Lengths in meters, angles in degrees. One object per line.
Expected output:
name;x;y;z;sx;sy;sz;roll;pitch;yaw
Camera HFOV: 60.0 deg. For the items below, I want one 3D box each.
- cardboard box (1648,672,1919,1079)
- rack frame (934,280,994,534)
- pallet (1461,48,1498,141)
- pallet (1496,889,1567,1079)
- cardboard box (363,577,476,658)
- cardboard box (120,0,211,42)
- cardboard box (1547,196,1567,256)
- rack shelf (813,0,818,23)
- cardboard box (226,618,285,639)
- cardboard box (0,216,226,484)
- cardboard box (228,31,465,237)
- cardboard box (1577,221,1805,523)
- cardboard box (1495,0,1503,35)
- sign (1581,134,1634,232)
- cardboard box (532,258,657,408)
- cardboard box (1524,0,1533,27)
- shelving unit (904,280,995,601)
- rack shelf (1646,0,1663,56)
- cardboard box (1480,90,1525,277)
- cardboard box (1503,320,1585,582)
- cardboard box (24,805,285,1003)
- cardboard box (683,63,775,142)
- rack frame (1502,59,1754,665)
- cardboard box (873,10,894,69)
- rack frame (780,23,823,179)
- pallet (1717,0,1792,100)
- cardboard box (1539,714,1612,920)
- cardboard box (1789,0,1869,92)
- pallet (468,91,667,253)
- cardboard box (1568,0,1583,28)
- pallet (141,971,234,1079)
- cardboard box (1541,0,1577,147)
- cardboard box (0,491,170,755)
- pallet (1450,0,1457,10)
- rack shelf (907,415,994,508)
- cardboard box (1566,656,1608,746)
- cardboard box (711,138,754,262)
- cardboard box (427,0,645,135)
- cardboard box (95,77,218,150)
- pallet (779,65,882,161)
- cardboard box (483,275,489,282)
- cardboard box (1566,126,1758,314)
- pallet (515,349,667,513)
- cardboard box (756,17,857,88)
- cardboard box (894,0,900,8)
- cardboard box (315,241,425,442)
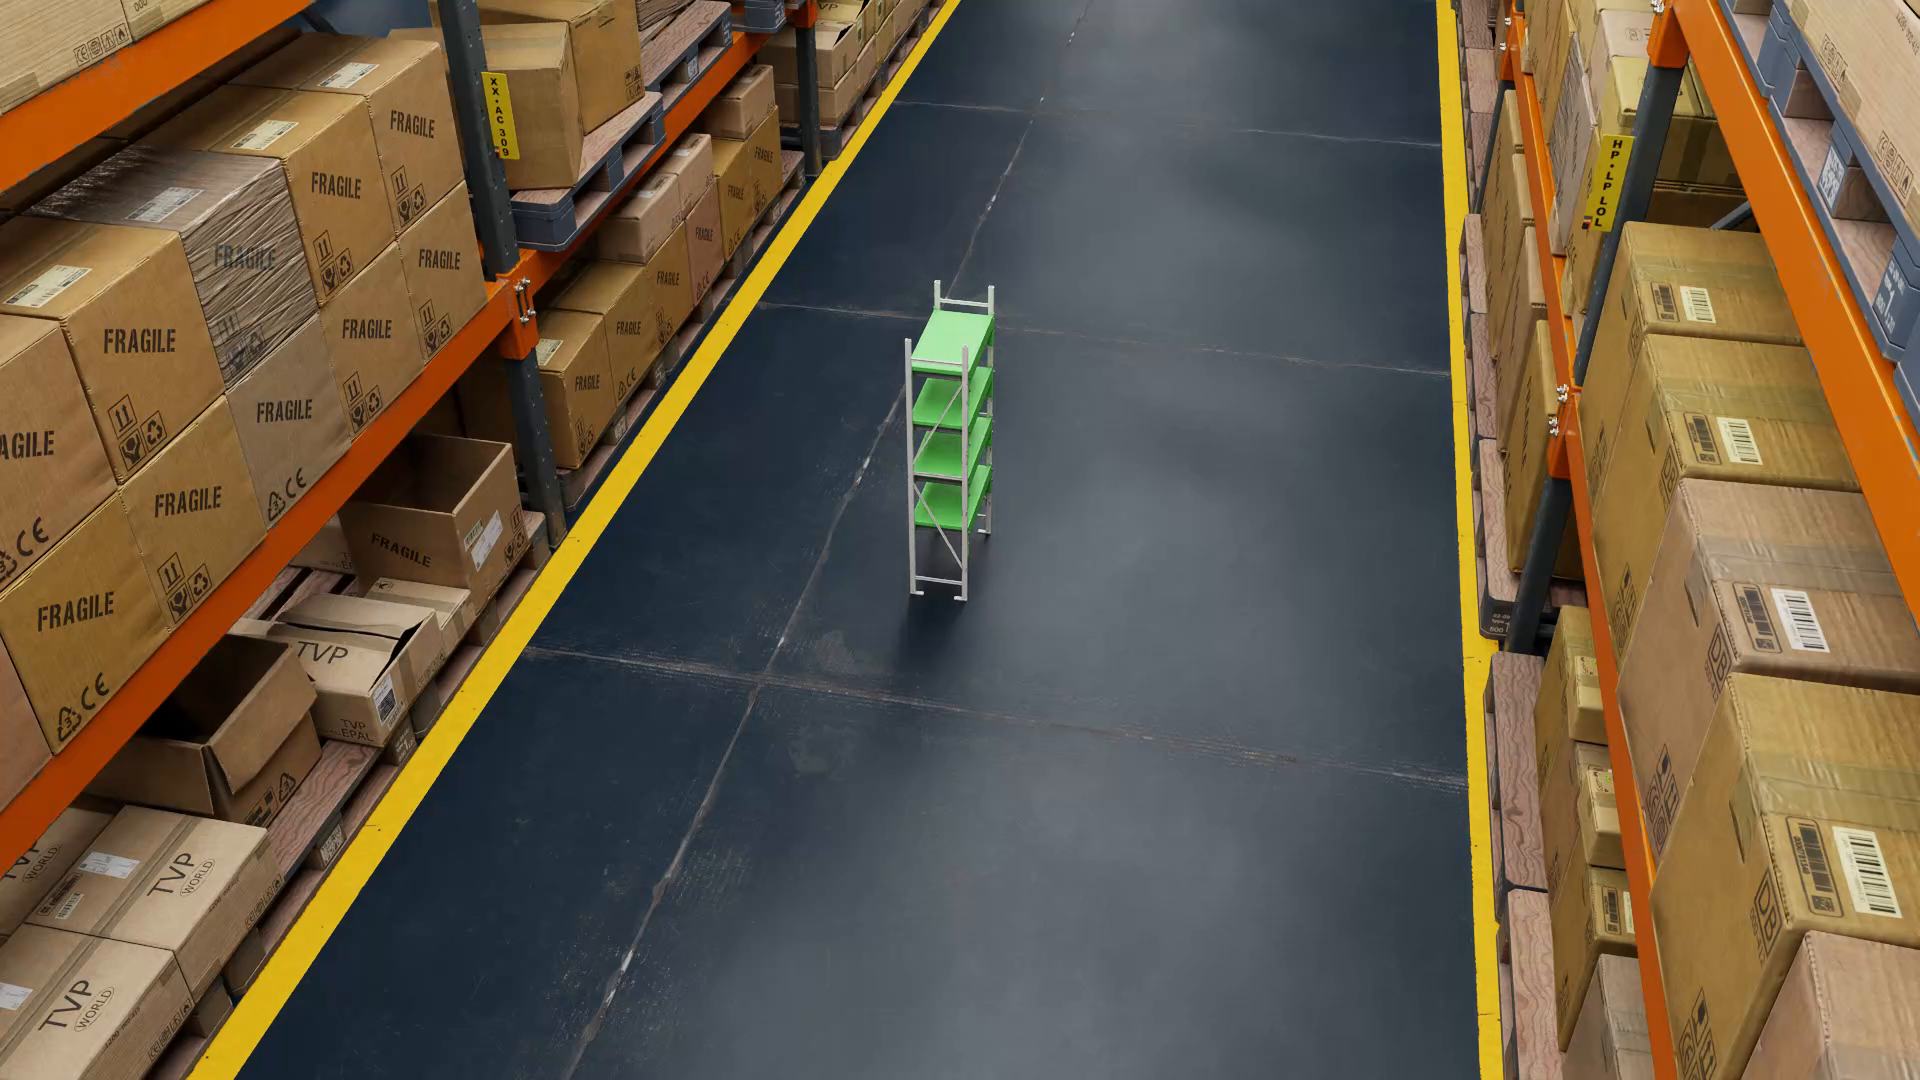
cardboard box;2.010;0.812;3.318;0.980;0.700;0.700;7;37;10
rack frame;0.017;-0.531;6.960;0.240;1.200;0.015;7;37;10
pallet;3.907;-2.957;11.150;1.003;0.211;1.213;7;37;10
pallet;2.124;1.609;4.850;1.003;0.211;1.213;7;37;10
cardboard box;-2.085;0.294;6.342;0.380;0.149;0.250;7;37;10
cardboard box;-2.279;-1.535;4.384;0.500;0.250;0.500;7;37;10
cardboard box;2.546;-1.233;6.592;0.380;0.149;0.250;7;37;10
rack shelf;-0.938;-4.415;11.399;1.077;0.370;4.000;7;37;10
cardboard box;-2.695;0.413;6.163;0.380;0.166;0.250;7;37;10
cardboard box;-2.398;-0.518;4.472;0.500;0.500;0.500;7;37;10
cardboard box;-2.074;-1.389;5.674;0.500;0.500;0.500;7;37;10
cardboard box;2.489;-0.460;5.073;0.980;0.700;0.700;8;37;11
cardboard box;4.128;-3.674;11.518;0.700;0.500;0.500;7;36;9
sign;2.089;-1.147;5.357;0.100;0.325;0.005;7;37;10
cardboard box;-1.775;-0.986;7.810;0.500;0.500;0.500;8;37;11
cardboard box;3.122;-2.864;8.289;0.500;0.500;0.500;8;37;11
shelving unit;-0.035;-0.391;6.767;0.258;1.200;0.503;7;37;10
rack shelf;3.048;-2.718;6.501;1.077;0.370;4.000;7;37;10
cardboard box;3.190;-1.835;8.700;0.750;0.750;0.750;7;36;9
cardboard box;2.633;-0.336;6.632;0.750;0.750;0.750;8;37;11
cardboard box;-2.467;1.112;5.127;0.500;0.250;0.500;7;37;10
cardboard box;-1.343;-2.431;9.164;0.500;0.250;0.500;9;37;12
rack frame;2.621;-0.648;5.588;1.000;3.000;0.127;7;37;10
cardboard box;-0.754;-3.467;11.463;0.500;0.250;0.500;6;36;9
rack frame;-1.365;-3.560;9.605;1.000;3.000;0.127;7;37;10
pallet;2.436;-1.359;4.088;1.003;0.211;1.213;7;37;10
cardboard box;2.251;0.898;5.227;0.700;0.500;0.500;7;37;9
cardboard box;1.991;-1.064;3.290;0.500;0.250;0.500;6;36;9
pallet;-1.942;-1.633;7.111;1.003;0.211;1.213;7;37;10
cardboard box;2.807;-2.297;6.868;0.500;0.250;0.500;7;36;9
pallet;-2.888;1.655;4.787;1.003;0.211;1.213;7;37;10
cardboard box;2.790;-1.981;7.071;0.500;0.500;0.500;8;37;11
cardboard box;-2.506;0.181;4.359;0.500;0.500;0.500;7;37;10
pallet;4.439;-4.495;13.271;1.003;0.211;1.213;7;37;10
rack shelf;-0.035;-0.339;6.804;0.258;0.148;0.480;7;37;10
cardboard box;2.110;0.521;5.194;0.380;0.149;0.250;8;37;12
cardboard box;-1.446;-1.863;9.020;0.500;0.500;0.500;6;36;8
cardboard box;-1.814;-2.123;7.180;0.700;0.500;0.500;13;38;17
cardboard box;-2.704;-1.181;5.386;0.500;0.500;0.500;6;36;9
pallet;-1.151;-2.898;11.068;1.003;0.211;1.213;7;37;10
cardboard box;-2.280;-1.034;7.875;0.500;0.500;0.500;7;37;10
cardboard box;2.473;-1.113;5.874;0.500;0.500;0.500;7;36;9
pallet;-2.082;-0.608;7.910;1.003;0.211;1.213;7;37;10
cardboard box;-0.966;-3.107;10.488;0.500;0.311;0.500;9;37;12
cardboard box;-0.642;-3.996;11.715;0.500;0.311;0.500;7;36;9
cardboard box;-2.184;-0.693;5.564;0.500;0.500;0.500;8;37;11
